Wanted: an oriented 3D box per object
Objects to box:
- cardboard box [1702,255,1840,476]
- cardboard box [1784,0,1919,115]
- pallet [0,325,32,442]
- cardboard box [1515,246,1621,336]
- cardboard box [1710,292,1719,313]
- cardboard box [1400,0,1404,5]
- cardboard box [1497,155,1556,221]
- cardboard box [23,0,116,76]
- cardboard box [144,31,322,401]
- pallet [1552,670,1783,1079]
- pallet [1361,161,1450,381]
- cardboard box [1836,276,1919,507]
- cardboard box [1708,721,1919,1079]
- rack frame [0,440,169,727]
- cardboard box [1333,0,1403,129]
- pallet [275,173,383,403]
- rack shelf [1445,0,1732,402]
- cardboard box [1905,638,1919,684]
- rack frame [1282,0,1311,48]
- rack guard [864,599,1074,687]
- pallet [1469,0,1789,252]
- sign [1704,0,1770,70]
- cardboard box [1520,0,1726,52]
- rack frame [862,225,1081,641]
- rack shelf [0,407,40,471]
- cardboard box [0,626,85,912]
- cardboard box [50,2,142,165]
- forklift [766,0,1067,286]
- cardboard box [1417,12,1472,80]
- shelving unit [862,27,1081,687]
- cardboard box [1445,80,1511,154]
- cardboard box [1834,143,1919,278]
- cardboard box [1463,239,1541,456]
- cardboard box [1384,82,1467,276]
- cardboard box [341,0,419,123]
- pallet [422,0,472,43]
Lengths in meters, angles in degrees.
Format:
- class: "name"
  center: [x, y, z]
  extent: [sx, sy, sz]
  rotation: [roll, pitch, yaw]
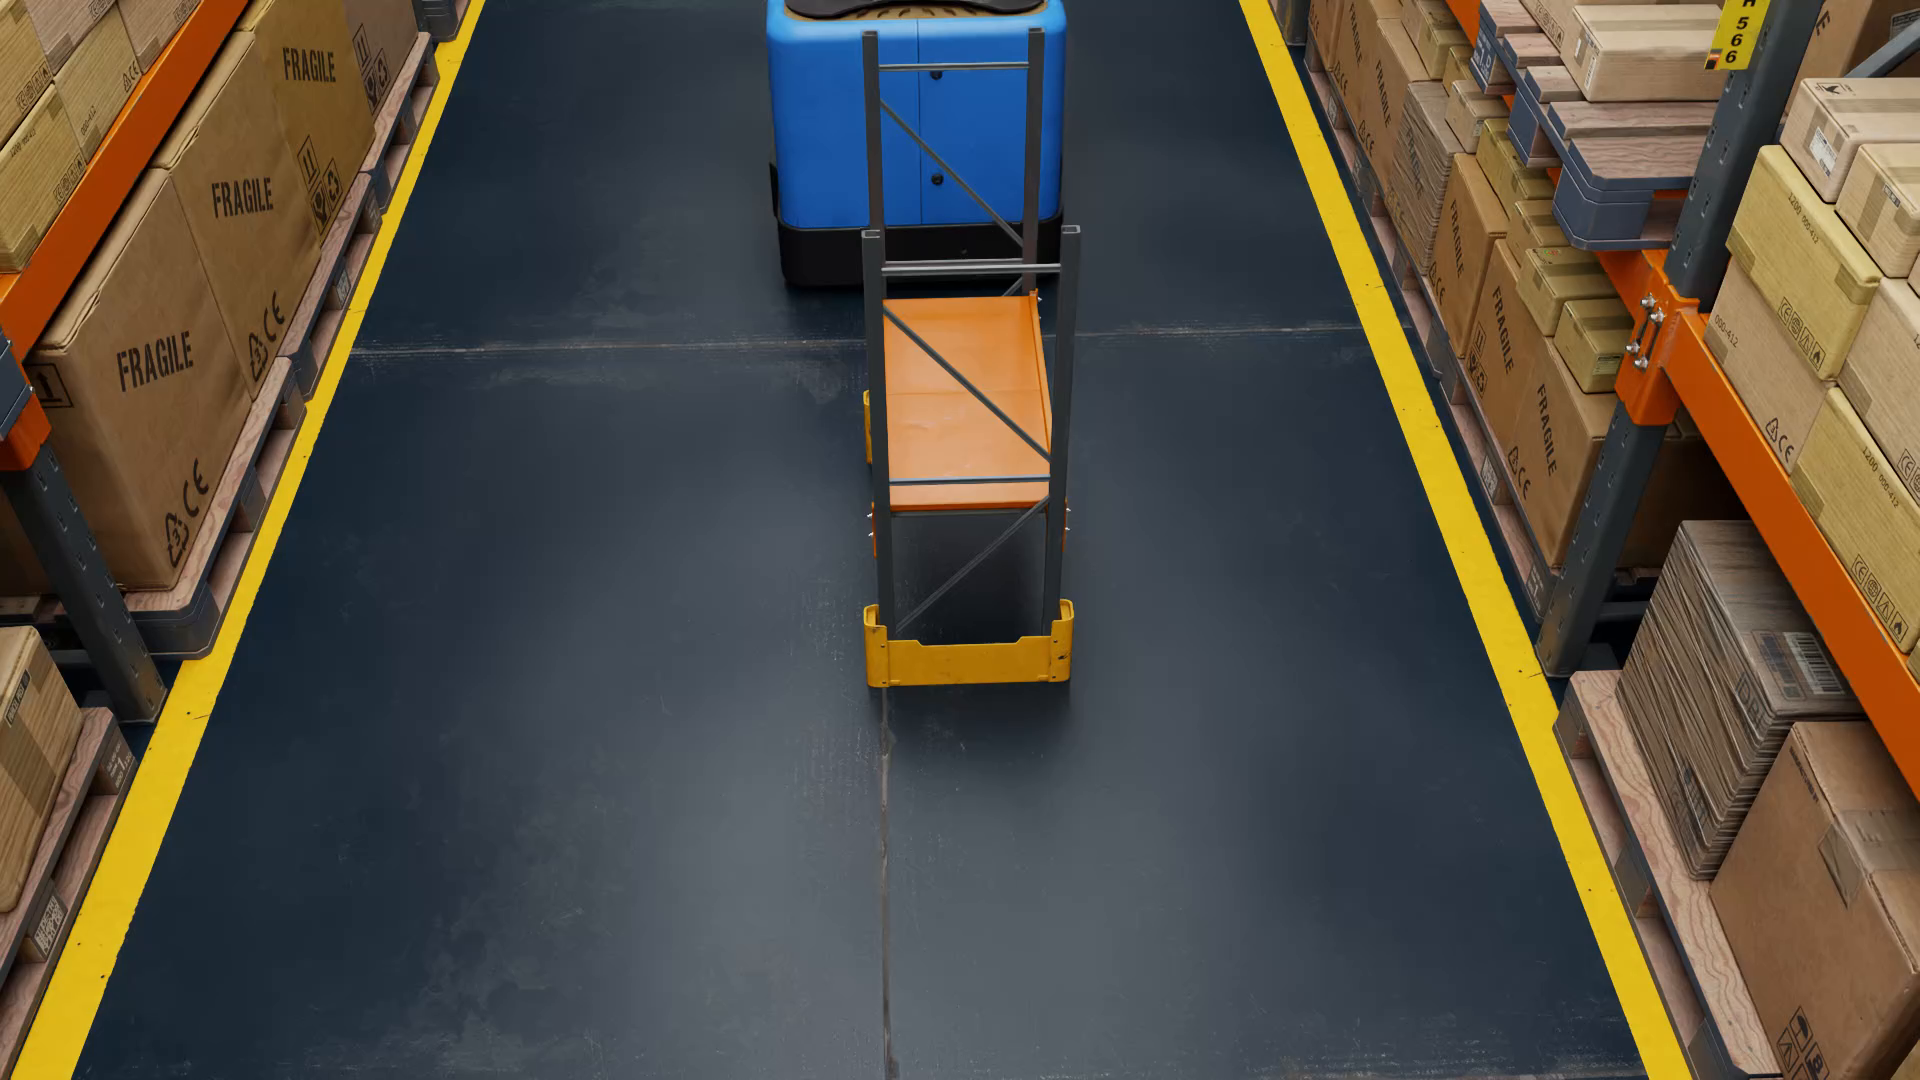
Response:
- class: "cardboard box"
  center: [1.966, -0.395, 3.572]
  extent: [0.500, 0.250, 0.500]
  rotation: [-1, 43, -2]
- class: "cardboard box"
  center: [2.326, -1.301, 4.064]
  extent: [0.500, 0.500, 0.500]
  rotation: [0, 43, 0]
- class: "pallet"
  center: [-2.631, -0.063, 3.241]
  extent: [1.213, 0.211, 1.003]
  rotation: [-2, 43, -2]
- class: "cardboard box"
  center: [1.875, -0.739, 4.896]
  extent: [0.380, 0.149, 0.250]
  rotation: [-4, 43, -4]
- class: "cardboard box"
  center: [2.453, -0.615, 5.240]
  extent: [0.500, 0.500, 0.500]
  rotation: [-1, 43, -2]
- class: "cardboard box"
  center: [1.908, -2.138, 6.422]
  extent: [0.380, 0.149, 0.250]
  rotation: [-2, 43, -3]
- class: "cardboard box"
  center: [1.942, -1.098, 5.287]
  extent: [0.380, 0.149, 0.250]
  rotation: [0, 43, -1]
- class: "cardboard box"
  center: [-2.563, -1.439, 4.341]
  extent: [0.500, 0.250, 0.500]
  rotation: [-1, 43, -1]
- class: "cardboard box"
  center: [-2.748, -1.055, 5.442]
  extent: [0.875, 0.875, 0.875]
  rotation: [-1, 43, -1]
- class: "pallet"
  center: [2.188, 0.828, 4.191]
  extent: [1.003, 0.211, 1.213]
  rotation: [-2, 43, -2]
- class: "pallet"
  center: [2.149, -1.056, 6.246]
  extent: [1.003, 0.211, 1.213]
  rotation: [-2, 43, -2]
- class: "cardboard box"
  center: [1.986, -0.242, 3.035]
  extent: [0.500, 0.250, 0.500]
  rotation: [0, 43, 0]
- class: "cardboard box"
  center: [2.240, 0.826, 3.576]
  extent: [0.875, 0.625, 0.625]
  rotation: [0, 43, 0]
- class: "rack frame"
  center: [-2.767, -0.612, 3.698]
  extent: [1.000, 3.000, 0.127]
  rotation: [-2, 43, -2]
- class: "cardboard box"
  center: [1.850, -1.999, 6.750]
  extent: [0.500, 0.500, 0.500]
  rotation: [-2, 43, -2]
- class: "pallet"
  center: [-2.774, -0.940, 6.120]
  extent: [1.003, 0.211, 1.213]
  rotation: [-2, 43, -2]
- class: "rack shelf"
  center: [2.107, -1.842, 5.572]
  extent: [1.077, 0.370, 4.000]
  rotation: [-2, 43, -2]
- class: "cardboard box"
  center: [2.012, 0.292, 2.823]
  extent: [0.500, 0.250, 0.500]
  rotation: [-3, 43, -3]
- class: "rack frame"
  center: [2.022, -3.458, 6.802]
  extent: [1.000, 3.000, 0.127]
  rotation: [-2, 43, -2]
- class: "rack guard"
  center: [0.024, 0.296, 4.743]
  extent: [0.587, 0.250, 0.087]
  rotation: [-2, 43, -2]
- class: "pallet"
  center: [2.093, -1.142, 4.418]
  extent: [1.213, 0.211, 1.003]
  rotation: [-2, 43, -2]
- class: "sign"
  center: [1.650, -1.133, 3.468]
  extent: [0.100, 0.325, 0.005]
  rotation: [-2, 43, -2]
- class: "cardboard box"
  center: [1.823, -1.560, 4.532]
  extent: [0.500, 0.250, 0.500]
  rotation: [-3, 43, -4]
- class: "rack frame"
  center: [0.025, -0.152, 4.306]
  extent: [0.500, 1.500, 0.032]
  rotation: [-2, 43, -2]
- class: "rack shelf"
  center: [-2.683, 1.003, 2.468]
  extent: [1.077, 0.370, 4.000]
  rotation: [-2, 43, -2]
- class: "cardboard box"
  center: [-2.753, 0.583, 4.028]
  extent: [0.950, 0.372, 0.625]
  rotation: [-4, 43, -5]
- class: "cardboard box"
  center: [-2.576, -1.241, 4.495]
  extent: [0.500, 0.250, 0.500]
  rotation: [-3, 43, -3]
- class: "forklift"
  center: [-0.229, -3.008, 6.362]
  extent: [1.130, 2.935, 3.031]
  rotation: [-2, 43, -3]
- class: "cardboard box"
  center: [1.889, -1.801, 6.054]
  extent: [0.380, 0.149, 0.250]
  rotation: [0, 43, 0]
- class: "shelving unit"
  center: [0.003, -0.501, 4.687]
  extent: [0.587, 1.500, 1.083]
  rotation: [-2, 43, -2]
- class: "cardboard box"
  center: [1.889, -1.452, 5.673]
  extent: [0.380, 0.149, 0.250]
  rotation: [-4, 43, -4]
- class: "cardboard box"
  center: [1.923, -0.629, 3.163]
  extent: [0.380, 0.149, 0.250]
  rotation: [-1, 43, -1]
- class: "cardboard box"
  center: [1.948, -0.608, 5.233]
  extent: [0.500, 0.500, 0.500]
  rotation: [-2, 43, -2]
- class: "cardboard box"
  center: [1.882, -1.311, 6.000]
  extent: [0.500, 0.500, 0.500]
  rotation: [-3, 43, -3]
- class: "cardboard box"
  center: [-2.831, -2.268, 6.766]
  extent: [0.875, 0.875, 0.875]
  rotation: [0, 43, 0]
- class: "pallet"
  center: [-2.891, -2.800, 8.149]
  extent: [1.003, 0.211, 1.213]
  rotation: [-2, 43, -2]
